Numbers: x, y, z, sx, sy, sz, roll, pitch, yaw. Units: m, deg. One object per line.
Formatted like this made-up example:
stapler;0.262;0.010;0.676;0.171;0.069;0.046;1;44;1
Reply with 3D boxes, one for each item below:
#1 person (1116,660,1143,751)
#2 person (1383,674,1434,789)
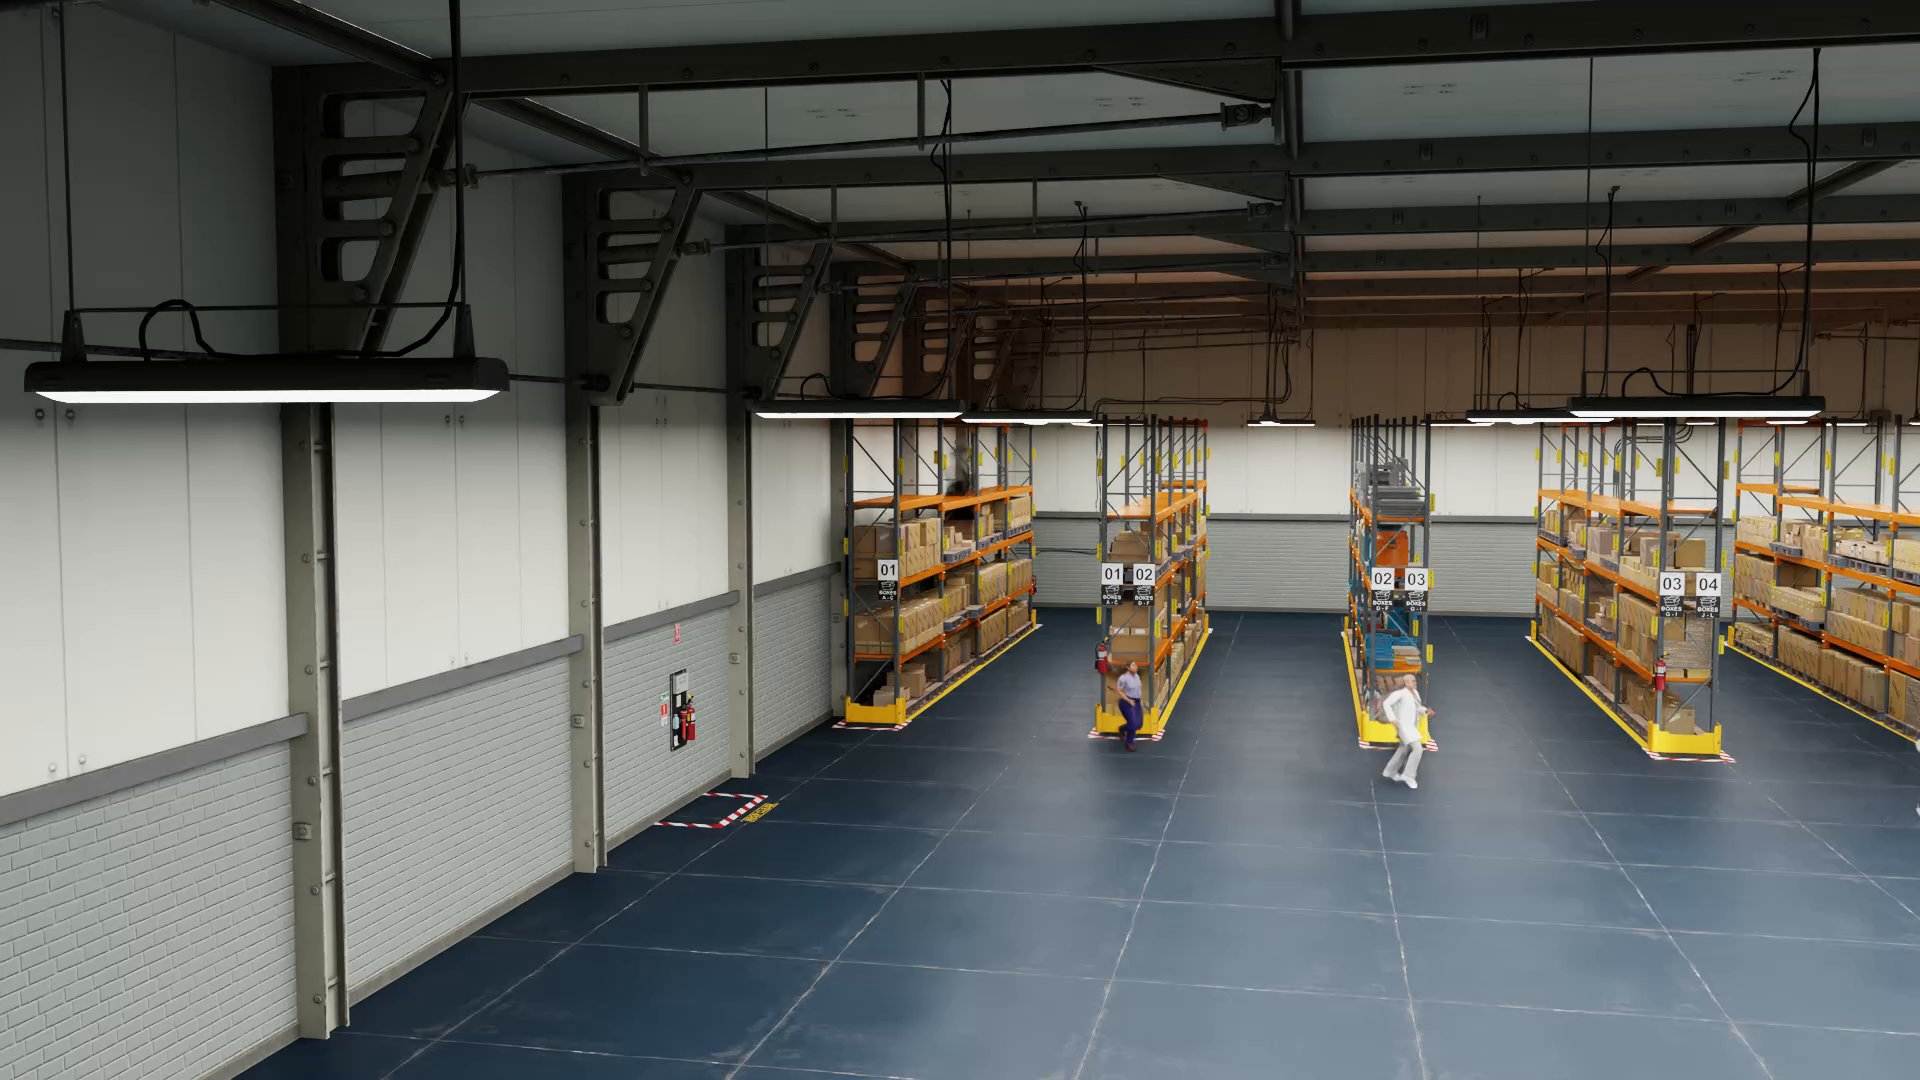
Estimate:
person;3.026;2.945;29.798;0.643;1.608;0.561;-4;5;-45
person;7.198;3.115;26.734;0.836;1.751;0.688;3;5;37
